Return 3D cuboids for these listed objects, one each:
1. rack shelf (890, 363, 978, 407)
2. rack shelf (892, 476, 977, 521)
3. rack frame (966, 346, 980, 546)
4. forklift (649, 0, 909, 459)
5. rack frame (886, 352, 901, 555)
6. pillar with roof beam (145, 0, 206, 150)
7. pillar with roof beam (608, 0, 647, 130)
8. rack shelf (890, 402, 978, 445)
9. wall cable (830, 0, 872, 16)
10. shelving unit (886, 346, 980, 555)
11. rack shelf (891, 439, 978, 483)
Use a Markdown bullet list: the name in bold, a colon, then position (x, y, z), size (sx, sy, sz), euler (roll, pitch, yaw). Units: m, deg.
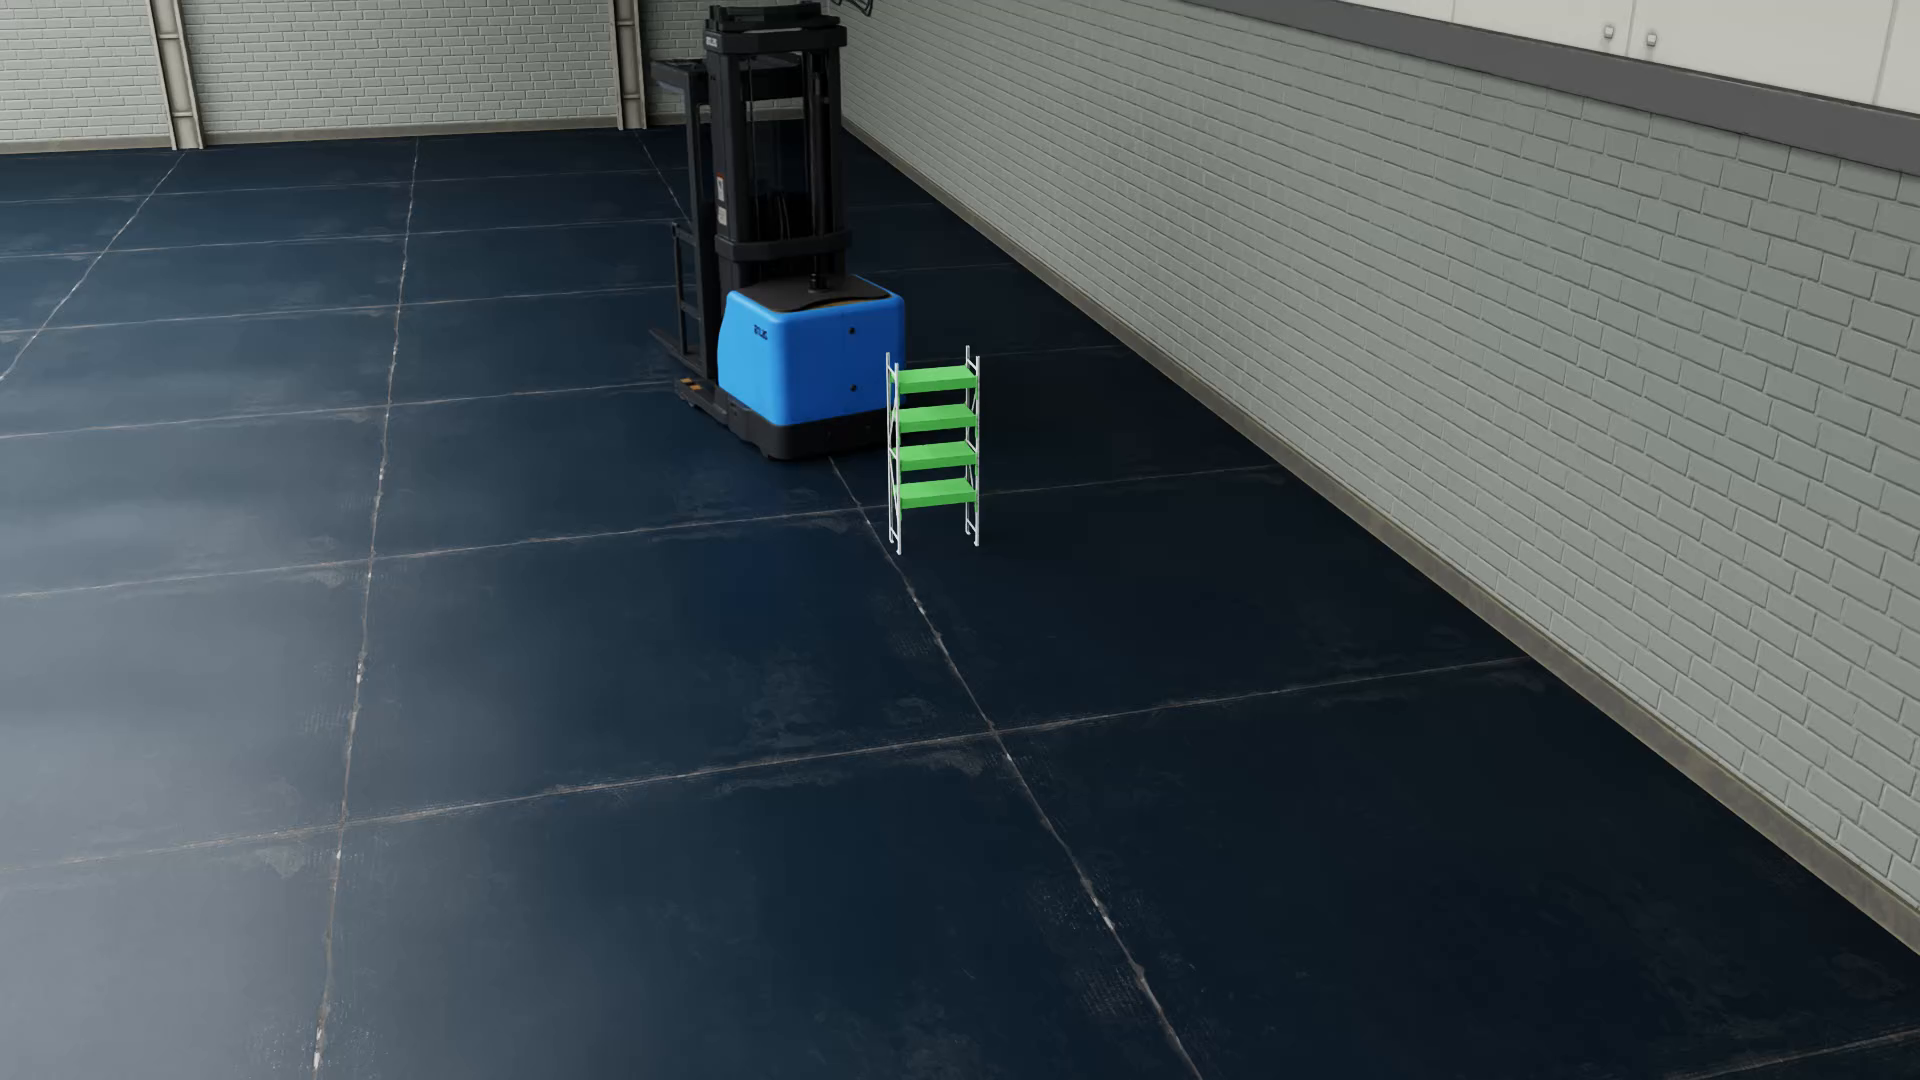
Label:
- **rack shelf**: position (-0.159, -0.916, 9.808), size (0.480, 0.148, 0.258), euler (-6, 24, -14)
- **rack shelf**: position (-0.159, -0.254, 10.092), size (0.480, 0.148, 0.258), euler (-6, 24, -14)
- **rack frame**: position (0.076, -0.560, 10.033), size (0.015, 1.200, 0.240), euler (-6, 24, -14)
- **forklift**: position (-1.532, -2.435, 12.207), size (1.130, 2.935, 3.031), euler (-13, 26, -27)
- **rack frame**: position (-0.394, -0.508, 9.912), size (0.015, 1.200, 0.240), euler (-6, 24, -14)
- **pillar with roof beam**: position (-9.399, -7.884, 17.211), size (0.400, 9.000, 9.100), euler (-6, 24, -14)
- **pillar with roof beam**: position (-3.622, -8.523, 18.700), size (0.400, 9.000, 9.100), euler (-6, 24, -14)
- **rack shelf**: position (-0.159, -0.696, 9.903), size (0.480, 0.148, 0.258), euler (-6, 24, -14)
- **wall cable**: position (-1.591, -8.542, 22.683), size (0.112, 2.526, 3.097), euler (-6, 24, -14)
- **shelving unit**: position (-0.159, -0.534, 9.972), size (0.503, 1.200, 0.258), euler (-6, 24, -14)
- **rack shelf**: position (-0.159, -0.475, 9.998), size (0.480, 0.148, 0.258), euler (-6, 24, -14)
